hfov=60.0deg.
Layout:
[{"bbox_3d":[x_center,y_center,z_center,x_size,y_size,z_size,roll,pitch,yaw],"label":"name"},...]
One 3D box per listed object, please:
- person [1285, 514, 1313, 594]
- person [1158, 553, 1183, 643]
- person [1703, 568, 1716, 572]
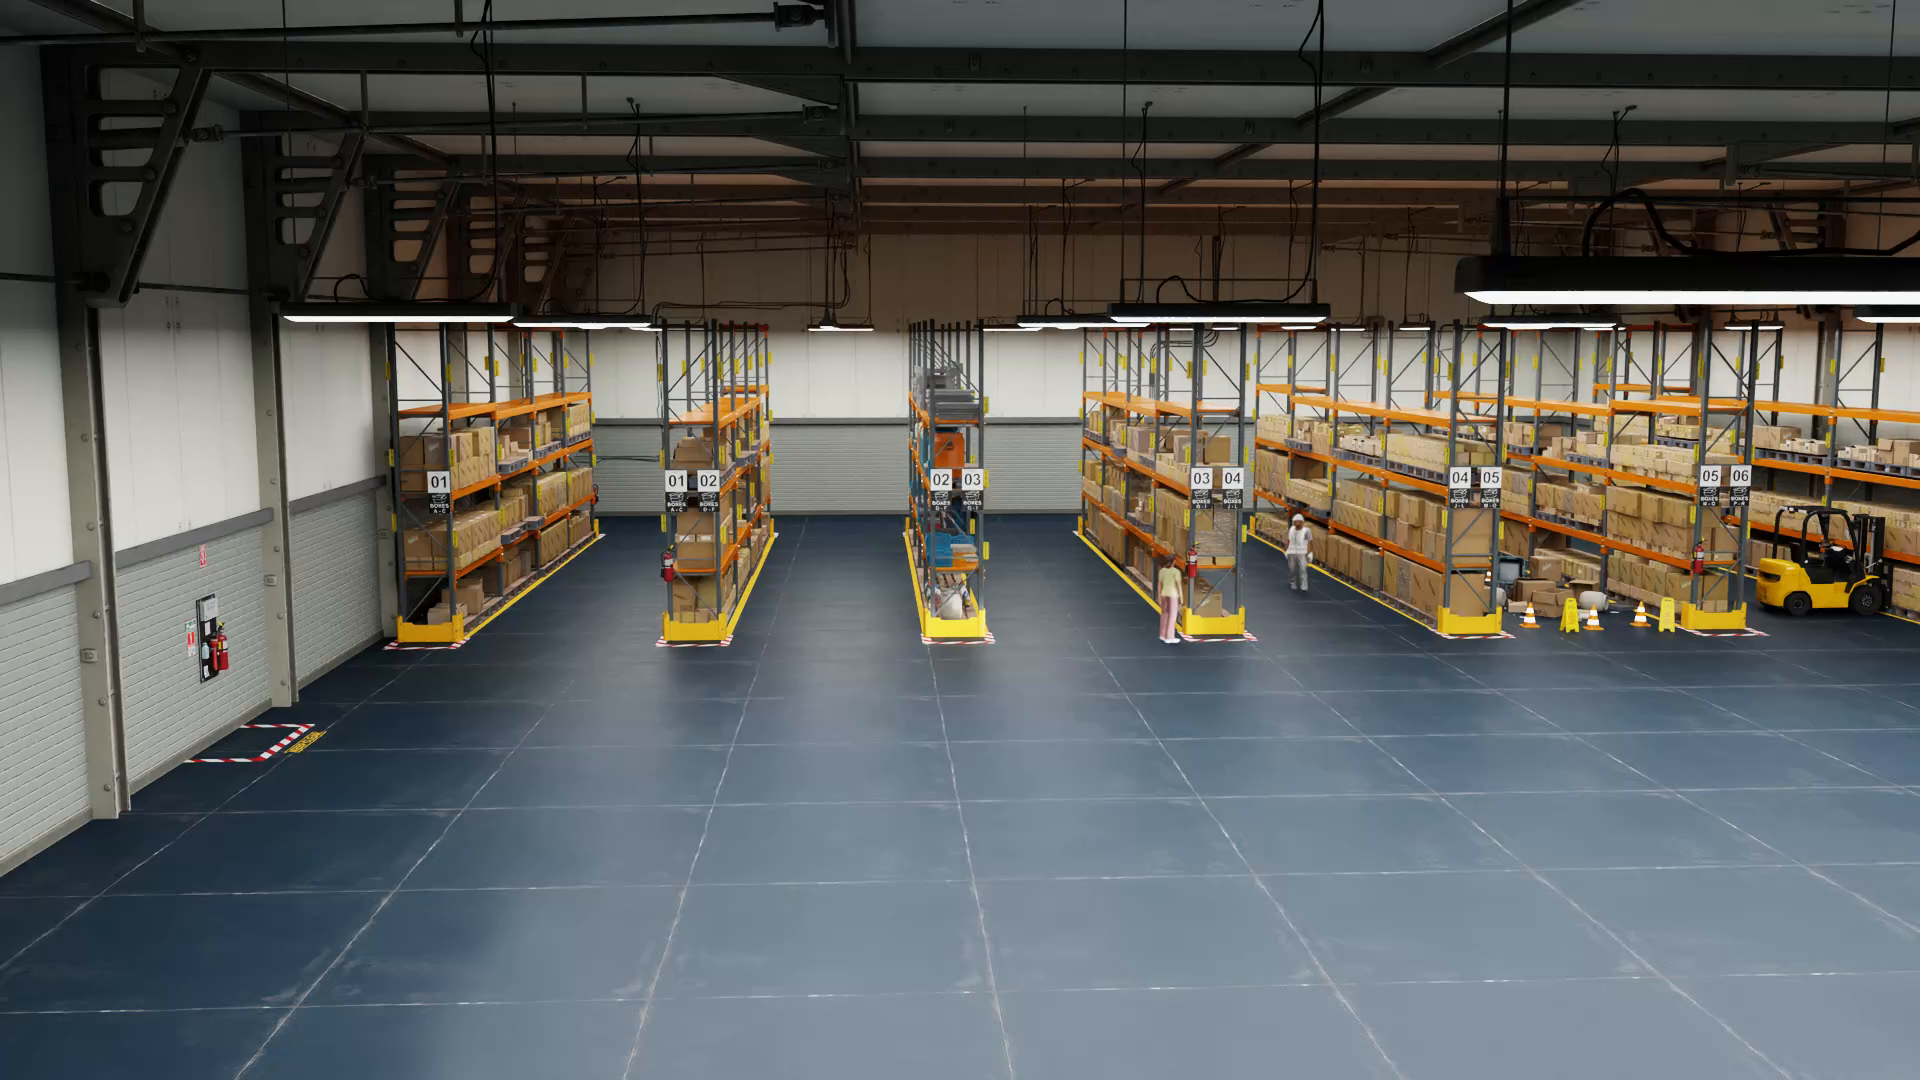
[{"bbox_3d":[7.559,0.300,37.029,0.606,1.747,1.054,2,7,16],"label":"person"},{"bbox_3d":[3.956,1.083,31.037,0.545,1.691,0.477,6,9,38],"label":"person"},{"bbox_3d":[16.467,0.304,36.750,0.596,1.791,0.576,6,9,40],"label":"person"}]
